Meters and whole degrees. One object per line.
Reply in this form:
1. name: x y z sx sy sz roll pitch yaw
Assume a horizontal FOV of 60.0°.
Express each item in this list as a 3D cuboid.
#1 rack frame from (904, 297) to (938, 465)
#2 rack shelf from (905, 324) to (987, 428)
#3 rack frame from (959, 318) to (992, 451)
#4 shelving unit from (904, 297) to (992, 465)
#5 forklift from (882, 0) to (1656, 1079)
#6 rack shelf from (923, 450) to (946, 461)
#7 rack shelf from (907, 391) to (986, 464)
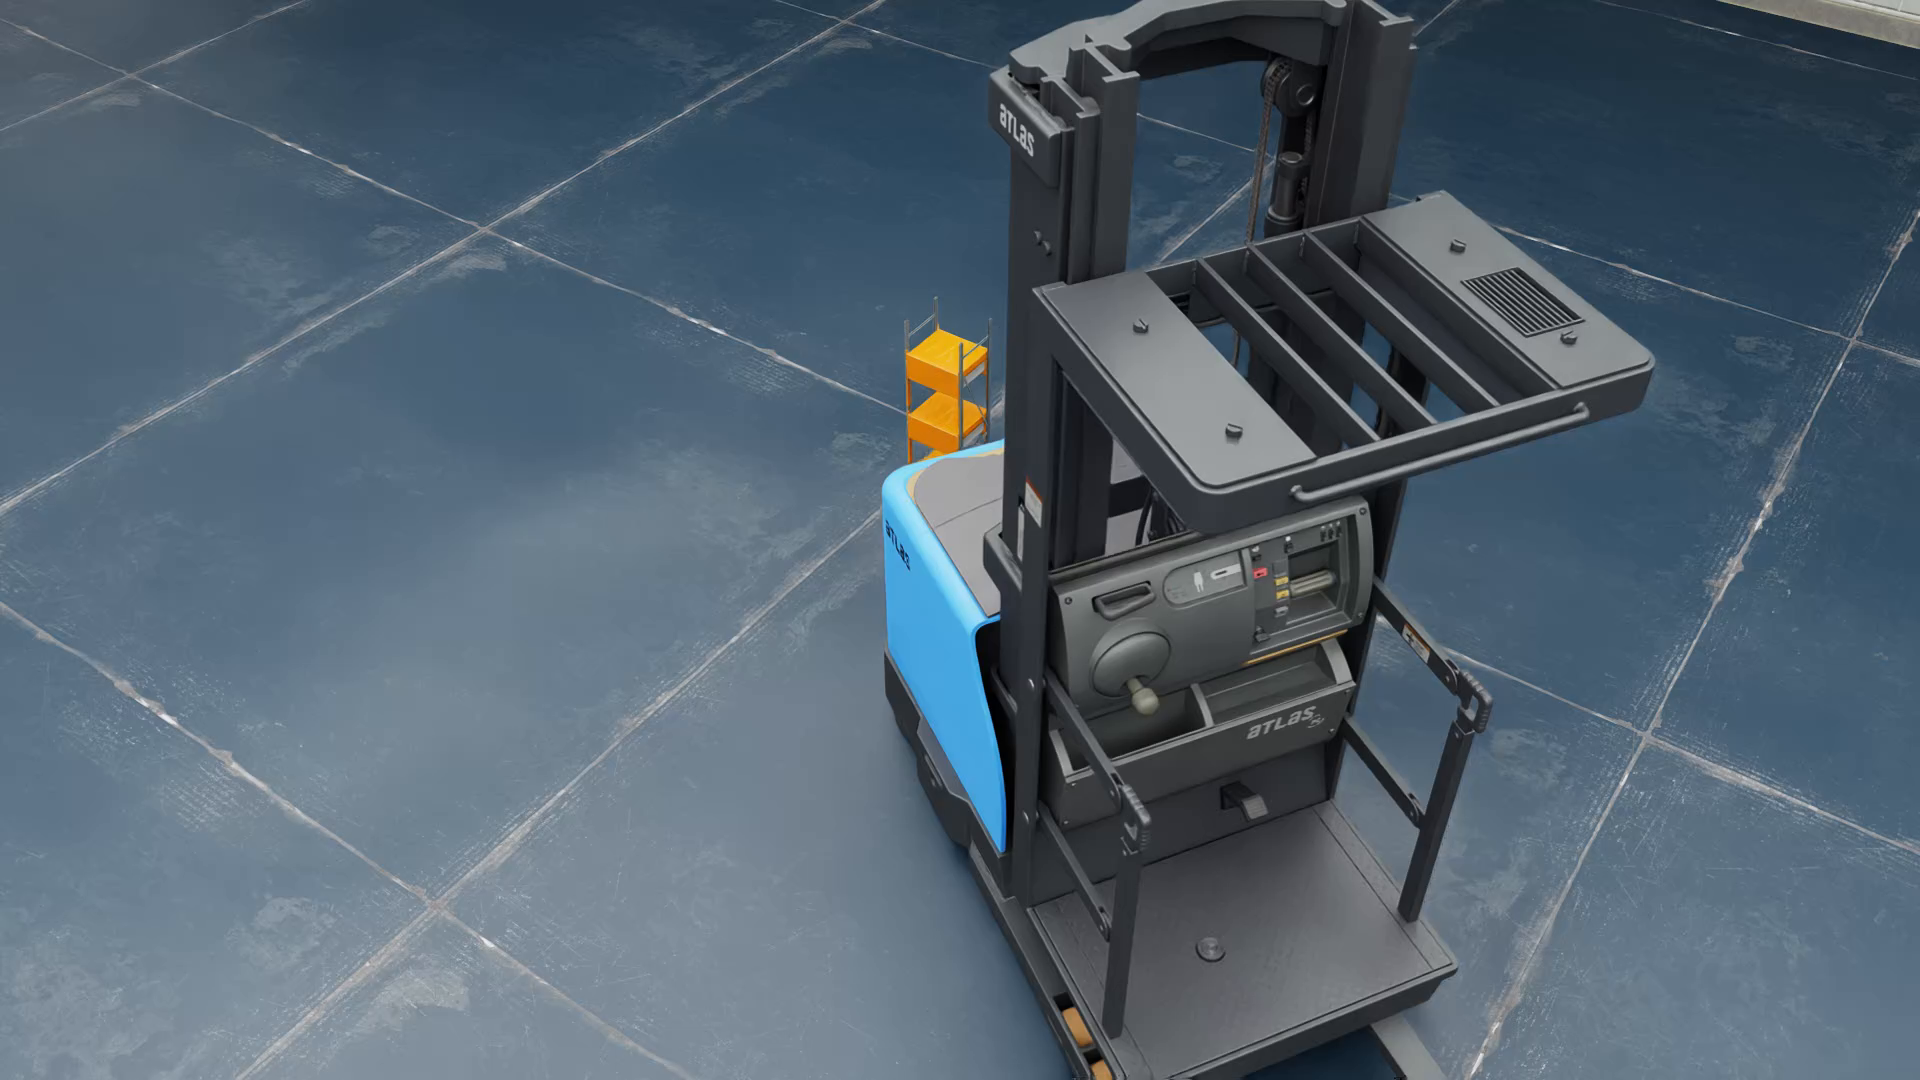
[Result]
1. rack frame: -0.144 -0.458 6.475 0.008 1.050 0.200 25 48 25
2. rack shelf: -0.044 -0.615 6.241 0.240 0.259 0.215 25 48 25
3. rack frame: 0.056 -0.365 6.371 0.008 1.050 0.200 25 48 25
4. shelving unit: -0.044 -0.412 6.423 0.252 1.050 0.215 25 48 25
5. forklift: 0.775 0.261 4.260 1.130 2.935 3.031 -16 44 -17
6. rack shelf: -0.044 -0.197 6.615 0.240 0.259 0.215 25 48 25
7. rack shelf: -0.044 -0.404 6.430 0.240 0.259 0.215 25 48 25
